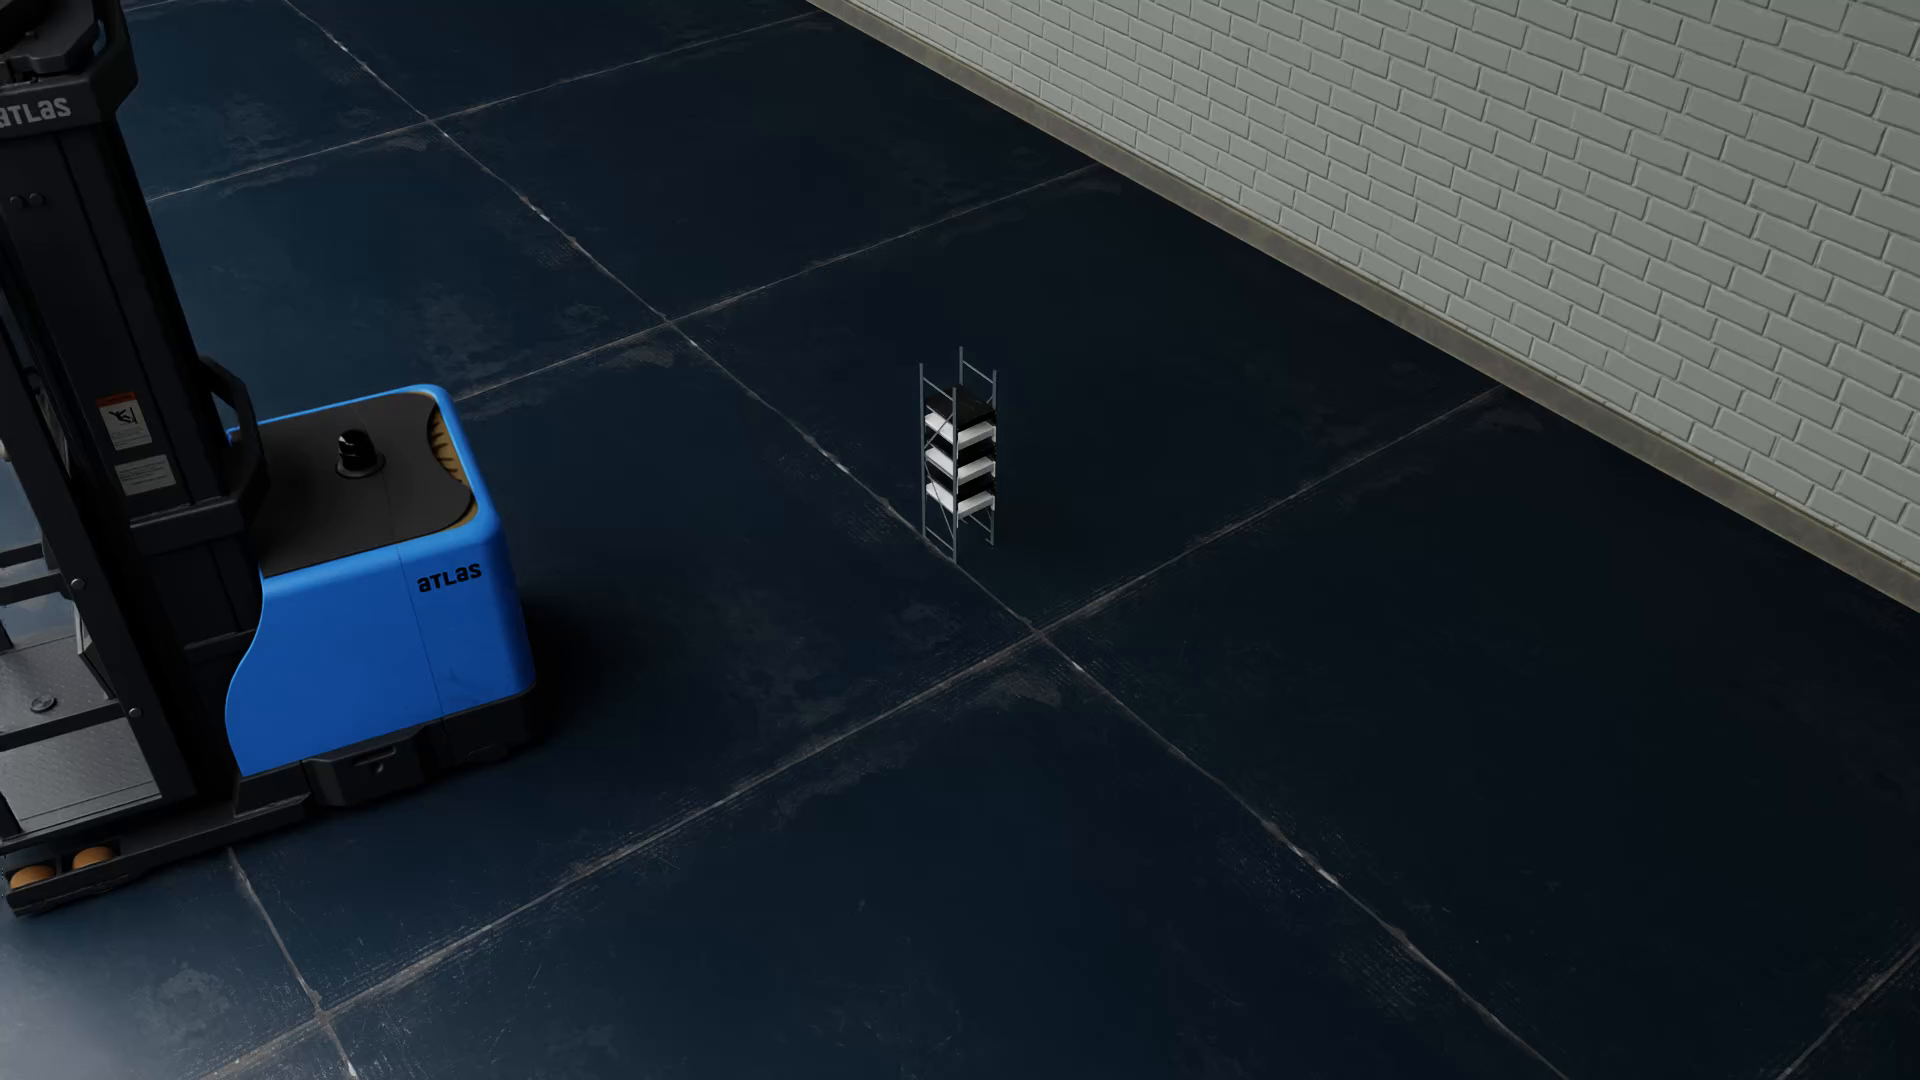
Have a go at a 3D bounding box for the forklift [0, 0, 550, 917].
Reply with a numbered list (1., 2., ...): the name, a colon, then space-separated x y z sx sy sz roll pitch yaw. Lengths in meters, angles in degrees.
1. forklift: -3.110 -0.241 5.233 3.031 2.935 1.130 -17 42 -19

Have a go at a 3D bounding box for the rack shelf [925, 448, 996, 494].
1. rack shelf: -0.006 -0.319 6.982 0.200 0.077 0.258 -26 46 -28

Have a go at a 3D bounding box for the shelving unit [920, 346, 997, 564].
1. shelving unit: -0.006 -0.345 6.961 0.210 0.900 0.258 -26 46 -28

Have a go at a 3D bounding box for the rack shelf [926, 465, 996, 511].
1. rack shelf: -0.006 -0.249 7.039 0.200 0.077 0.258 -26 46 -28

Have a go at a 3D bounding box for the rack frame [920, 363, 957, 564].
1. rack frame: -0.087 -0.305 6.913 0.006 0.900 0.240 -26 46 -28

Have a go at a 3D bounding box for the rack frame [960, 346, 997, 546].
1. rack frame: 0.074 -0.384 7.009 0.006 0.900 0.240 -26 46 -28

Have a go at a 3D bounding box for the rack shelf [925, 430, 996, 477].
1. rack shelf: -0.006 -0.389 6.925 0.200 0.077 0.258 -26 46 -28

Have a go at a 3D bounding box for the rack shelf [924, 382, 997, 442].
1. rack shelf: -0.006 -0.528 6.811 0.200 0.077 0.258 -26 46 -28

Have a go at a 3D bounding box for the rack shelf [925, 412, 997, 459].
1. rack shelf: -0.006 -0.458 6.868 0.200 0.077 0.258 -26 46 -28

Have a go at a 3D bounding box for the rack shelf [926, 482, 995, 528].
1. rack shelf: -0.006 -0.180 7.096 0.200 0.077 0.258 -26 46 -28
